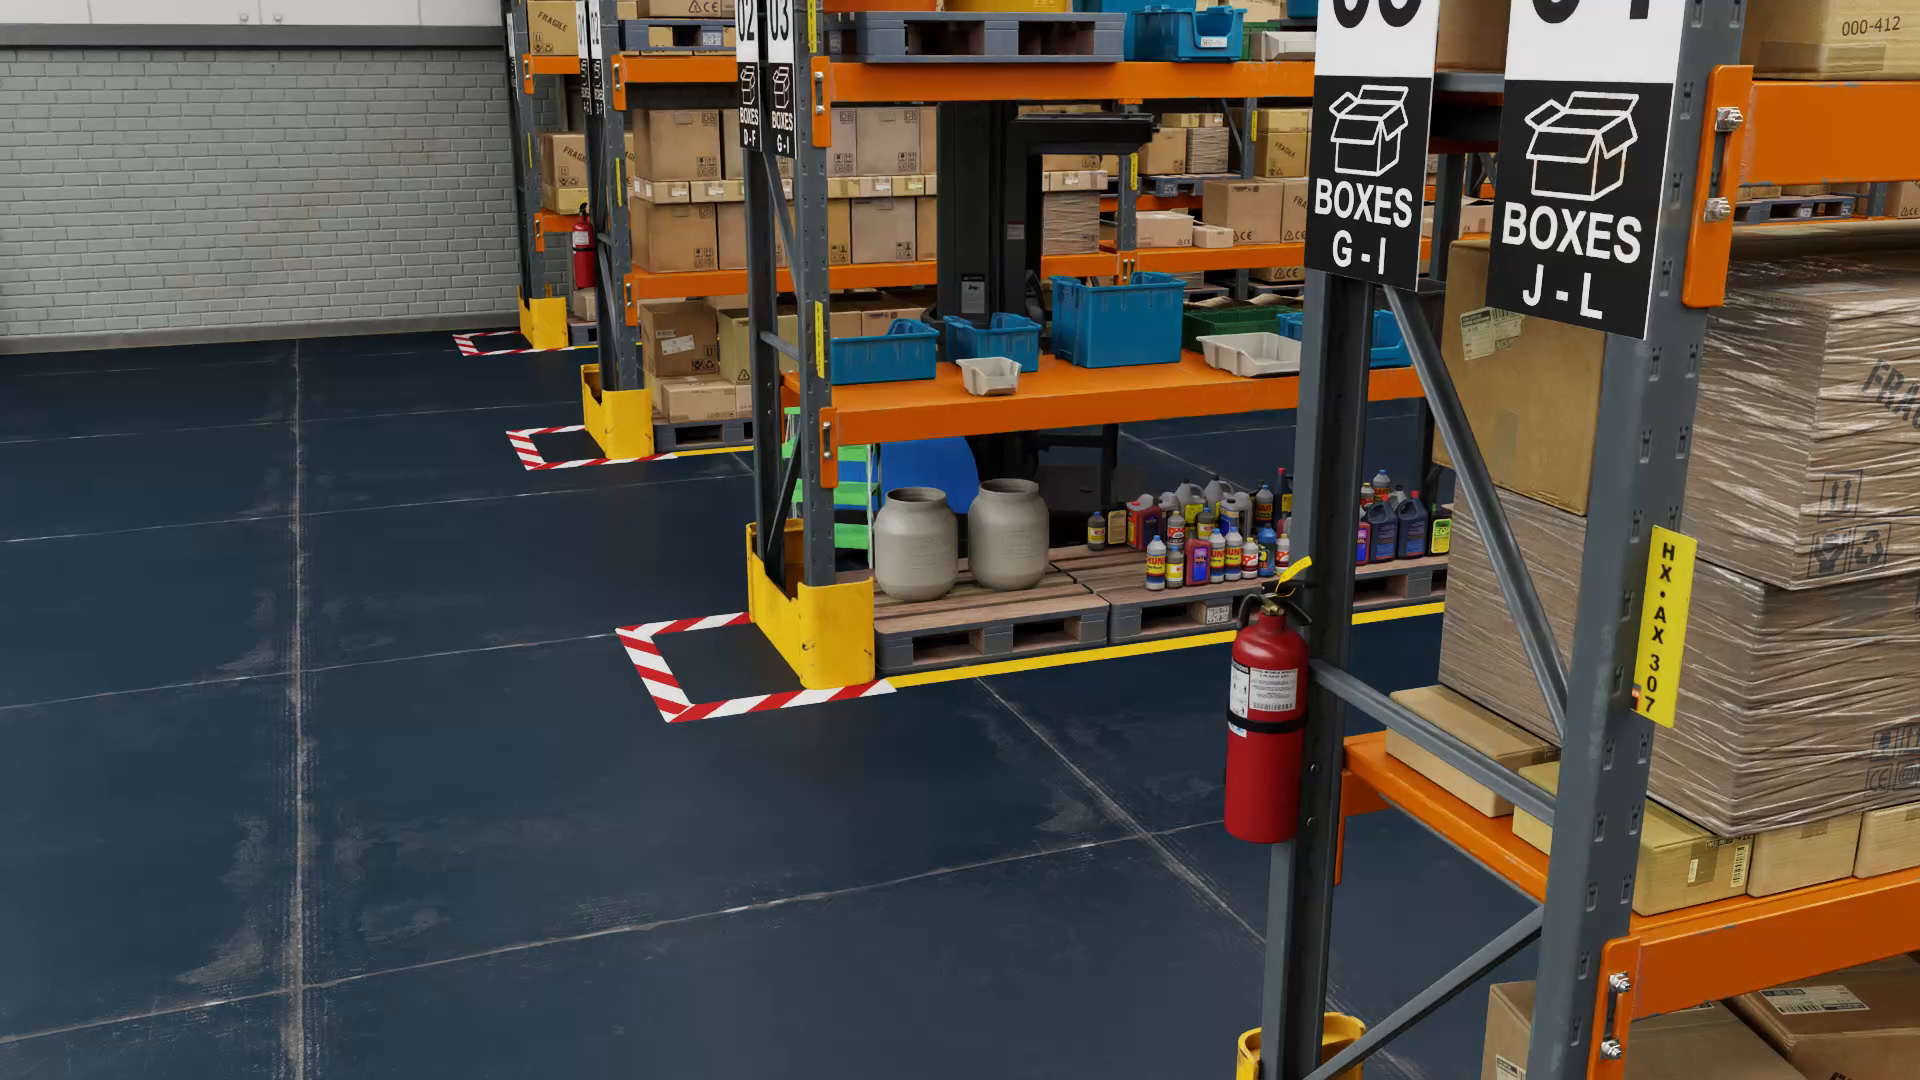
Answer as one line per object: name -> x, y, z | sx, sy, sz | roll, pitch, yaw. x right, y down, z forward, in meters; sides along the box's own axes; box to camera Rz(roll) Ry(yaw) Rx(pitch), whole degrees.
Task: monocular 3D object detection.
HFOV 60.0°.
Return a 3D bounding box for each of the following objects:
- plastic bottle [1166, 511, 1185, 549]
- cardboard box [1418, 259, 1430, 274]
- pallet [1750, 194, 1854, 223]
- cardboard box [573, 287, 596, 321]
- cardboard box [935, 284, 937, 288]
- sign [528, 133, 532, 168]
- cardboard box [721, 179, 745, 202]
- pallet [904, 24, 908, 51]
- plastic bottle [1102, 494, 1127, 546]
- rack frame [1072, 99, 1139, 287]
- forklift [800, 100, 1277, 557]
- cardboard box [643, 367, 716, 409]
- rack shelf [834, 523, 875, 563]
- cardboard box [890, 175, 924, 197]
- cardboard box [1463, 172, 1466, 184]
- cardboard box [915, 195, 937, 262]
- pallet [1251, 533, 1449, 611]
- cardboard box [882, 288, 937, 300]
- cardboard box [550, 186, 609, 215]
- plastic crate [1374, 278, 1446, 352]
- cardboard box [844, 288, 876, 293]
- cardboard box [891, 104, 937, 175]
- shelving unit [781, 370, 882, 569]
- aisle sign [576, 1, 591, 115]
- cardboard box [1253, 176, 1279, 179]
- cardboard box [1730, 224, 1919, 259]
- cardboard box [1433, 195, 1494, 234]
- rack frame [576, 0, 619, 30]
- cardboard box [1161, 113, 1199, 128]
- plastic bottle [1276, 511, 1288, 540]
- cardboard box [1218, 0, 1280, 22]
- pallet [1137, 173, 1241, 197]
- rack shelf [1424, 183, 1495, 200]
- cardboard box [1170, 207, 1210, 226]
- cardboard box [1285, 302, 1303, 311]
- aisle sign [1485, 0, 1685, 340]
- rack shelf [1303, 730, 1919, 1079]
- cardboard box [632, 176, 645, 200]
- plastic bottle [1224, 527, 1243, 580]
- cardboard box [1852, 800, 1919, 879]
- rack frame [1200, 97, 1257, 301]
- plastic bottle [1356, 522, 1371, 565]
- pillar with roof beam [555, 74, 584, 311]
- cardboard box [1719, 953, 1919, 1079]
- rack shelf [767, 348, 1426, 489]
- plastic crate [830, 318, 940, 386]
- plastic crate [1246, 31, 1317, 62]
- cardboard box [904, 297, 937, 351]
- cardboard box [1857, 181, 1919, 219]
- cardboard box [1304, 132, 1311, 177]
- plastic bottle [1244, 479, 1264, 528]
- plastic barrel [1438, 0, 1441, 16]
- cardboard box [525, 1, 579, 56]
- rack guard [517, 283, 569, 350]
plastic bottle -> 1.188, -0.058, 9.156 | 0.097, 0.201, 0.097 | 0, 16, 0
cardboard box -> 5.465, -3.684, 20.389 | 0.750, 0.750, 0.750 | -6, 17, -18
pallet -> 7.845, -3.257, 16.206 | 1.213, 0.211, 1.003 | -6, 17, -20
cardboard box -> -3.673, -2.461, 17.146 | 0.500, 0.311, 0.500 | -8, 18, -26
cardboard box -> 0.065, -2.988, 18.604 | 0.500, 0.500, 0.700 | -6, 17, -18
sign -> -4.157, -3.767, 16.065 | 0.005, 0.325, 0.100 | -6, 17, -20
cardboard box -> -1.653, -2.585, 12.249 | 0.250, 0.149, 0.380 | -6, 17, -20
pallet -> -0.765, -3.776, 12.468 | 1.213, 0.211, 1.003 | -6, 17, -20
plastic bottle -> 0.854, -0.112, 9.197 | 0.133, 0.283, 0.061 | -6, 17, -19
rack frame -> 1.160, -2.594, 13.609 | 0.127, 3.000, 1.000 | -6, 17, -20
forklift -> 0.624, -1.383, 9.607 | 3.031, 2.935, 1.130 | 2, 16, 7
cardboard box -> -2.180, -1.205, 13.013 | 0.500, 0.250, 0.500 | -6, 17, -20
rack shelf -> -0.693, 0.003, 9.037 | 0.480, 0.148, 0.258 | 3, 17, 11
cardboard box -> -0.451, -2.715, 12.690 | 0.250, 0.149, 0.380 | -6, 17, -18
cardboard box -> 5.929, -4.396, 20.156 | 0.250, 0.149, 0.380 | -6, 17, -20
cardboard box -> -0.212, -2.491, 13.081 | 0.500, 0.500, 0.700 | -6, 17, -19
pallet -> 2.287, 0.104, 9.369 | 1.213, 0.211, 1.003 | -6, 17, -20
cardboard box -> -0.319, -1.771, 13.609 | 0.500, 0.500, 0.500 | -6, 17, -20
cardboard box -> -3.782, -3.397, 16.574 | 0.500, 0.250, 0.500 | -7, 18, -22
plastic crate -> 2.394, -1.242, 9.113 | 0.504, 0.338, 0.767 | -6, 17, -20
cardboard box -> -1.105, -2.687, 18.173 | 0.250, 0.166, 0.380 | -9, 18, -27
cardboard box -> -0.192, -3.117, 12.908 | 0.500, 0.500, 0.700 | -6, 17, -20
shelving unit -> -0.693, -0.289, 8.951 | 0.503, 1.200, 0.258 | 3, 17, 11
aisle sign -> -2.742, -3.509, 12.110 | 0.004, 0.787, 0.394 | -6, 17, -20
cardboard box -> 3.509, -4.162, 19.357 | 0.250, 0.149, 0.380 | -6, 18, -21
cardboard box -> 1.856, -0.427, 3.749 | 0.500, 0.500, 0.500 | -6, 17, -20
cardboard box -> 4.540, -2.930, 14.909 | 0.500, 0.311, 0.500 | -5, 17, -17
rack frame -> -2.575, -5.069, 11.390 | 0.127, 3.000, 1.000 | -6, 17, -20
cardboard box -> 2.512, -4.792, 18.983 | 0.250, 0.149, 0.380 | -9, 19, -29
plastic bottle -> 1.758, -0.018, 8.877 | 0.133, 0.283, 0.061 | -6, 17, -20
cardboard box -> 2.250, -4.279, 13.542 | 0.500, 0.250, 0.500 | -8, 18, -25
pallet -> 2.491, -4.109, 19.106 | 1.003, 0.211, 1.213 | -6, 17, -20
rack shelf -> 4.986, -4.157, 20.207 | 4.000, 0.370, 1.077 | -6, 17, -20
cardboard box -> 1.915, -2.667, 14.094 | 0.258, 0.266, 0.396 | -7, 18, -21
cardboard box -> 3.070, -1.877, 14.306 | 0.500, 0.311, 0.500 | -6, 17, -19
aisle sign -> 1.015, -0.746, 2.702 | 0.004, 0.787, 0.394 | -6, 17, -20
rack shelf -> 2.833, 0.559, 4.147 | 4.000, 0.370, 1.077 | -6, 17, -20
cardboard box -> -2.287, -2.639, 12.432 | 0.250, 0.149, 0.380 | -6, 18, -21
plastic bottle -> 1.411, 0.065, 8.614 | 0.097, 0.271, 0.097 | 0, 16, 0
cardboard box -> 1.796, 0.529, 3.419 | 0.250, 0.149, 0.380 | -6, 17, -20
rack frame -> 3.119, -4.301, 19.419 | 0.127, 3.000, 1.000 | -6, 17, -20
plastic bottle -> 2.114, -0.011, 8.852 | 0.133, 0.283, 0.061 | -5, 17, -16
pillar with roof beam -> -2.467, -5.538, 12.986 | 0.400, 9.000, 9.100 | -6, 17, -20
cardboard box -> 2.101, 1.286, 4.087 | 0.500, 0.500, 0.500 | -2, 16, -6
rack shelf -> 1.061, -0.744, 8.584 | 4.000, 0.370, 1.077 | -6, 17, -20
plastic crate -> -0.446, -0.945, 8.257 | 0.616, 0.251, 0.499 | -6, 17, -20
plastic crate -> 1.575, -2.335, 7.871 | 0.396, 0.136, 0.243 | -6, 17, -20
cardboard box -> -0.132, -1.633, 13.140 | 0.500, 0.500, 0.500 | -6, 17, -20
cardboard box -> 9.203, -3.429, 16.272 | 0.500, 0.500, 0.500 | -6, 17, -19
cardboard box -> 4.156, -4.533, 19.469 | 0.500, 0.500, 0.500 | -6, 17, -18
plastic bottle -> 1.681, -0.202, 9.501 | 0.133, 0.283, 0.061 | -5, 17, -18
plastic barrel -> 2.456, -2.993, 8.700 | 0.421, 0.512, 0.421 | 0, 16, 0
cardboard box -> -3.950, -4.959, 16.124 | 0.500, 0.500, 0.500 | -6, 17, -19
rack guard -> -4.281, -2.302, 17.051 | 0.348, 0.500, 1.175 | -6, 17, -20
